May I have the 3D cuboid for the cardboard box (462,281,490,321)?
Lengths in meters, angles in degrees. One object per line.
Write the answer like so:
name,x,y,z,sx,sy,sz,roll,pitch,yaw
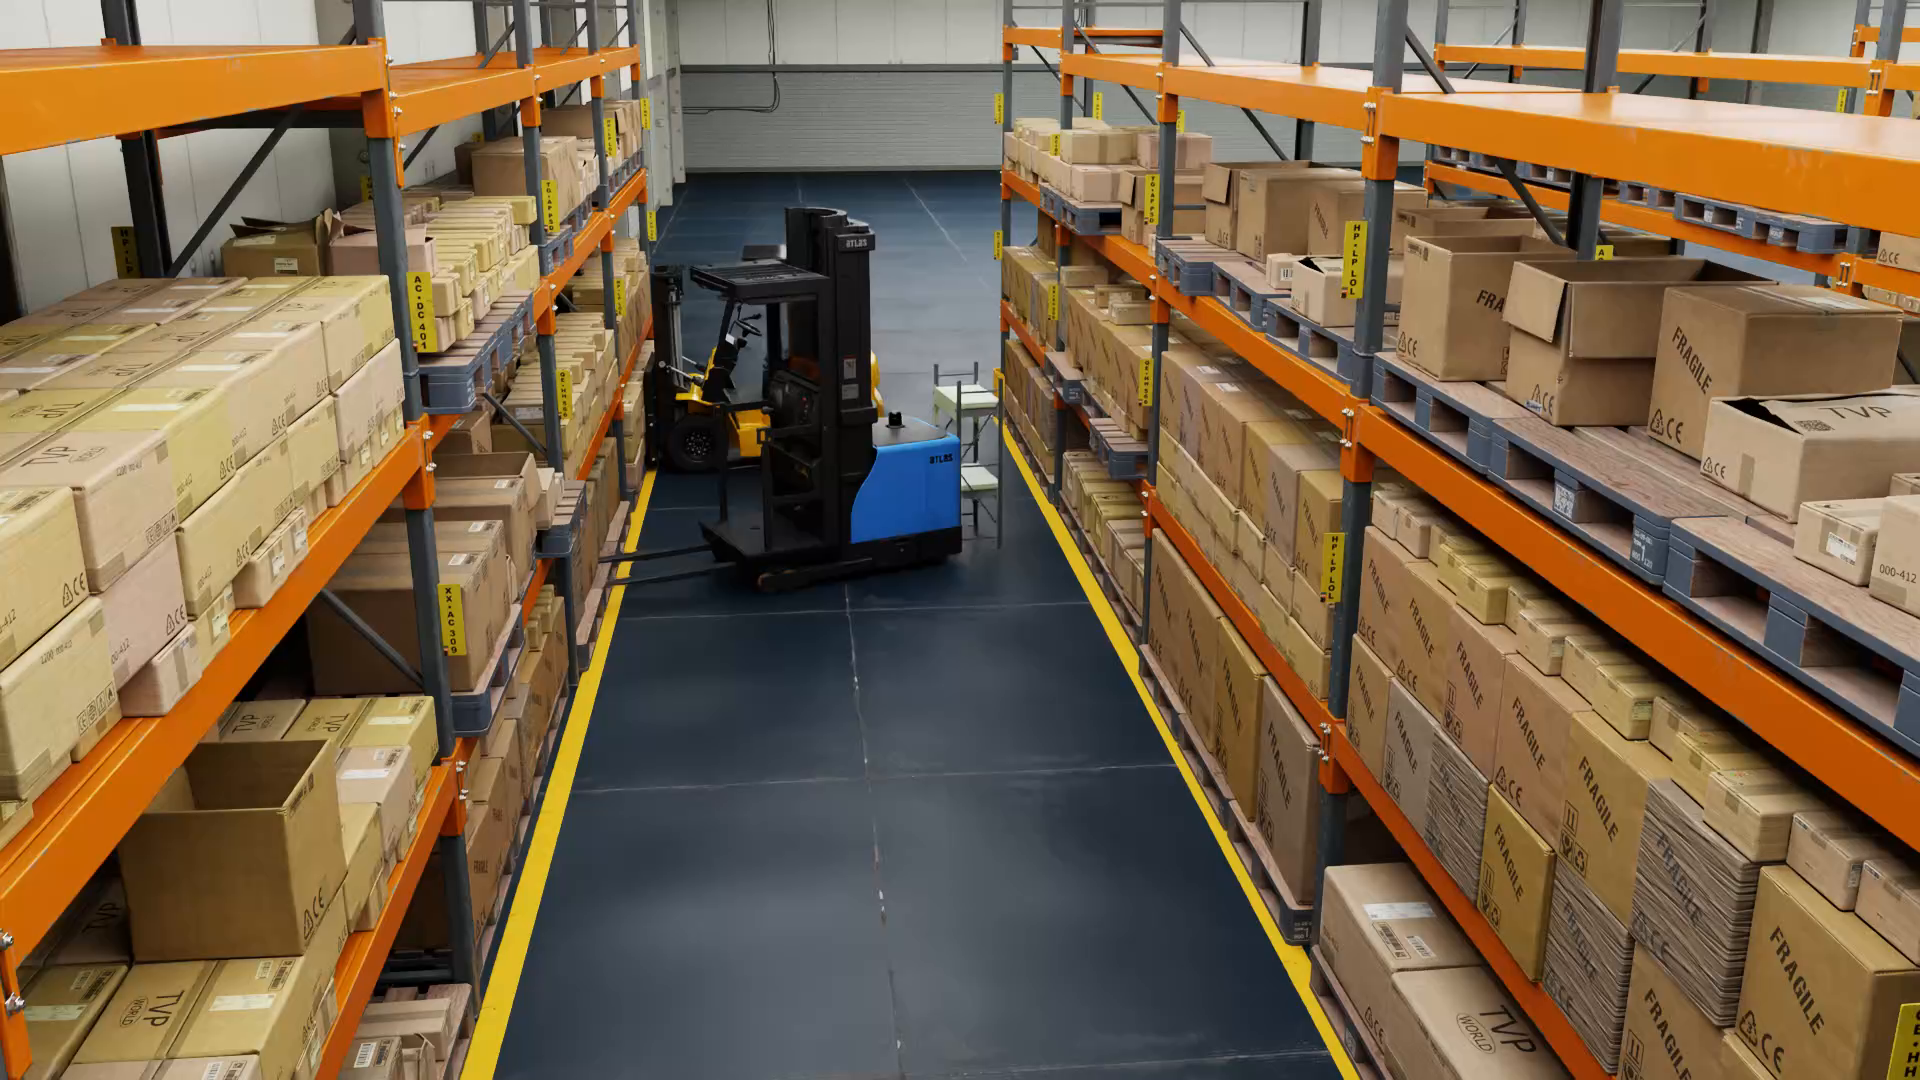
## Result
cardboard box,-2.414,-1.115,7.764,0.380,0.149,0.250,-2,17,-5

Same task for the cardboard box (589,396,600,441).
cardboard box,-3.096,-0.943,12.924,0.500,0.250,0.500,-1,17,-4

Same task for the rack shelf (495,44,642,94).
rack shelf,-3.753,-4.533,15.962,1.077,0.370,4.000,-2,18,-6

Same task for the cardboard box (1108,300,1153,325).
cardboard box,1.353,-1.750,12.796,0.380,0.149,0.250,-3,18,-8

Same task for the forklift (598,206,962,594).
forklift,-1.526,-1.145,13.432,3.031,2.935,1.130,-9,20,-27

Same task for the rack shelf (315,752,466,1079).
rack shelf,-2.515,1.714,5.412,1.077,0.370,4.000,-2,18,-6

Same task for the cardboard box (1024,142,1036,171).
cardboard box,0.918,-3.842,16.653,0.500,0.250,0.500,-1,17,-4

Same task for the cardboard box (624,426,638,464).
cardboard box,-3.290,-0.890,15.558,0.500,0.250,0.500,-2,18,-6

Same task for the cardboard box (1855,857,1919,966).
cardboard box,2.392,0.877,3.957,0.380,0.149,0.250,-2,17,-5

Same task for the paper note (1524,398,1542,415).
paper note,1.832,-0.429,5.322,0.006,0.032,0.123,-2,18,-6

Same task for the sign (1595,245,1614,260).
sign,2.767,-1.113,7.212,0.100,0.325,0.005,-2,18,-6

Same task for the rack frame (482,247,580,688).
rack frame,-3.134,-0.417,10.998,1.000,3.000,0.127,-2,18,-6

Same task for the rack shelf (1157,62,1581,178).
rack shelf,2.009,-2.304,8.862,1.077,0.370,4.000,-2,18,-6

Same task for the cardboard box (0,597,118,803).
cardboard box,-2.083,0.324,3.383,0.500,0.250,0.500,-2,18,-6

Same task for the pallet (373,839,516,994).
pallet,-2.843,1.864,8.388,1.003,0.211,1.213,-2,18,-6

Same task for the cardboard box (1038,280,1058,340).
cardboard box,1.037,-2.231,16.112,0.500,0.500,0.500,-1,17,-4

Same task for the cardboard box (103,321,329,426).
cardboard box,-2.325,-0.520,5.238,0.500,0.250,0.500,-1,17,-5

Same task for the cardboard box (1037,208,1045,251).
cardboard box,1.247,-3.476,18.410,0.700,0.500,0.500,-2,18,-7

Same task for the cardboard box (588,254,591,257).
cardboard box,-4.102,-3.036,17.593,0.380,0.149,0.250,-1,17,-5

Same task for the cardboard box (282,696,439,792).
cardboard box,-2.427,0.848,6.721,0.500,0.250,0.500,-1,17,-4

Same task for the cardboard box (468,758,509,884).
cardboard box,-2.612,1.457,8.500,0.500,0.500,0.500,-2,18,-6

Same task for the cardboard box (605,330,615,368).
cardboard box,-3.242,-1.638,14.301,0.500,0.250,0.500,-2,18,-7

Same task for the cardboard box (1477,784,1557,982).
cardboard box,2.149,1.172,5.769,0.500,0.500,0.500,-1,17,-4

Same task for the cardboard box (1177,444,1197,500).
cardboard box,1.661,-0.426,10.442,0.500,0.250,0.500,-1,17,-4

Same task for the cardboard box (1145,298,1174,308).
cardboard box,1.766,-1.721,13.787,0.500,0.500,0.500,-1,17,-4

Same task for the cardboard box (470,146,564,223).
cardboard box,-2.967,-2.368,11.168,0.500,0.500,0.500,-2,18,-5

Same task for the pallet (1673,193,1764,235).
pallet,6.478,-2.619,13.319,1.003,0.211,1.213,-1,17,-3

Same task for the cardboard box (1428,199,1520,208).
cardboard box,5.890,-3.613,19.125,0.875,0.550,0.550,-2,18,-6

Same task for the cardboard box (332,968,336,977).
cardboard box,-2.296,1.442,5.496,0.380,0.149,0.250,-2,18,-6

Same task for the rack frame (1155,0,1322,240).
rack frame,1.803,-3.434,10.592,1.000,3.000,0.127,-2,18,-6

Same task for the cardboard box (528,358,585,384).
cardboard box,-3.018,-1.263,12.442,0.380,0.149,0.250,-1,17,-4

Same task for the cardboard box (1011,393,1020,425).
cardboard box,0.831,-1.443,18.154,0.500,0.250,0.500,-1,17,-4

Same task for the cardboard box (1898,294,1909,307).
cardboard box,10.762,-2.677,18.616,0.380,0.149,0.250,-2,18,-6

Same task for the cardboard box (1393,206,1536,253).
cardboard box,2.413,-1.331,8.032,0.500,0.500,0.500,-2,18,-7

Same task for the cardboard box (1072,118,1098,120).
cardboard box,1.306,-4.555,18.259,0.380,0.149,0.250,-2,18,-5

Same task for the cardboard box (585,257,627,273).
cardboard box,-3.549,-2.743,16.659,0.380,0.149,0.250,-2,17,-5

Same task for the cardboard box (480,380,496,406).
cardboard box,-3.473,-1.019,11.664,0.380,0.149,0.250,-2,18,-6

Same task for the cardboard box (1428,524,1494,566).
cardboard box,2.100,0.039,6.627,0.380,0.149,0.250,-2,18,-6

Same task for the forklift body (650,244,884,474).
forklift body,-1.949,-1.887,17.098,2.313,2.155,1.214,-2,18,-6

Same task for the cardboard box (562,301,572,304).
cardboard box,-3.972,-2.082,16.135,0.500,0.500,0.500,-2,18,-7

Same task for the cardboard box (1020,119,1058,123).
cardboard box,0.853,-4.460,17.956,0.380,0.149,0.250,-2,18,-6

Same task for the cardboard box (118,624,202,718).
cardboard box,-2.097,0.321,4.058,0.380,0.149,0.250,-1,17,-4

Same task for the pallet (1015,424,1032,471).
pallet,1.157,-0.996,17.498,1.003,0.211,1.213,-2,18,-6

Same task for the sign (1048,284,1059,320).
sign,0.851,-2.157,15.096,0.100,0.325,0.005,-2,18,-6

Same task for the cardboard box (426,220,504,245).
cardboard box,-2.671,-1.629,8.939,0.380,0.149,0.250,-2,18,-5

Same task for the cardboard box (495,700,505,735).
cardboard box,-2.691,0.955,9.016,0.380,0.149,0.250,-1,17,-4

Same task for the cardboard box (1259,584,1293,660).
cardboard box,1.867,0.414,8.601,0.500,0.250,0.500,-2,18,-6

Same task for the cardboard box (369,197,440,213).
cardboard box,-3.371,-1.991,10.091,0.380,0.149,0.250,-2,18,-8

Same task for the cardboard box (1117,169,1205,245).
cardboard box,1.617,-2.506,12.470,0.797,0.503,0.637,-2,18,-6

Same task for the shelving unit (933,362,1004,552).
shelving unit,0.067,-0.736,14.518,0.431,1.500,0.755,-5,18,-15

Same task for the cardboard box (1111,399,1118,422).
cardboard box,1.347,-0.969,12.475,0.380,0.149,0.250,-3,18,-8

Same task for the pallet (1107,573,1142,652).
pallet,1.723,0.526,12.650,1.003,0.211,1.213,-2,18,-6

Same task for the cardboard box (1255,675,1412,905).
cardboard box,2.072,1.251,8.530,0.875,0.875,0.875,-1,17,-4

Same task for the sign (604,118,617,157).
sign,-3.008,-3.457,14.283,0.100,0.325,0.005,-2,18,-6

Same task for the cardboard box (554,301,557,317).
cardboard box,-3.835,-2.054,14.962,0.380,0.149,0.250,-2,18,-6

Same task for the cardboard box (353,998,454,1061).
cardboard box,-2.372,2.091,7.067,0.380,0.149,0.250,-2,18,-7
